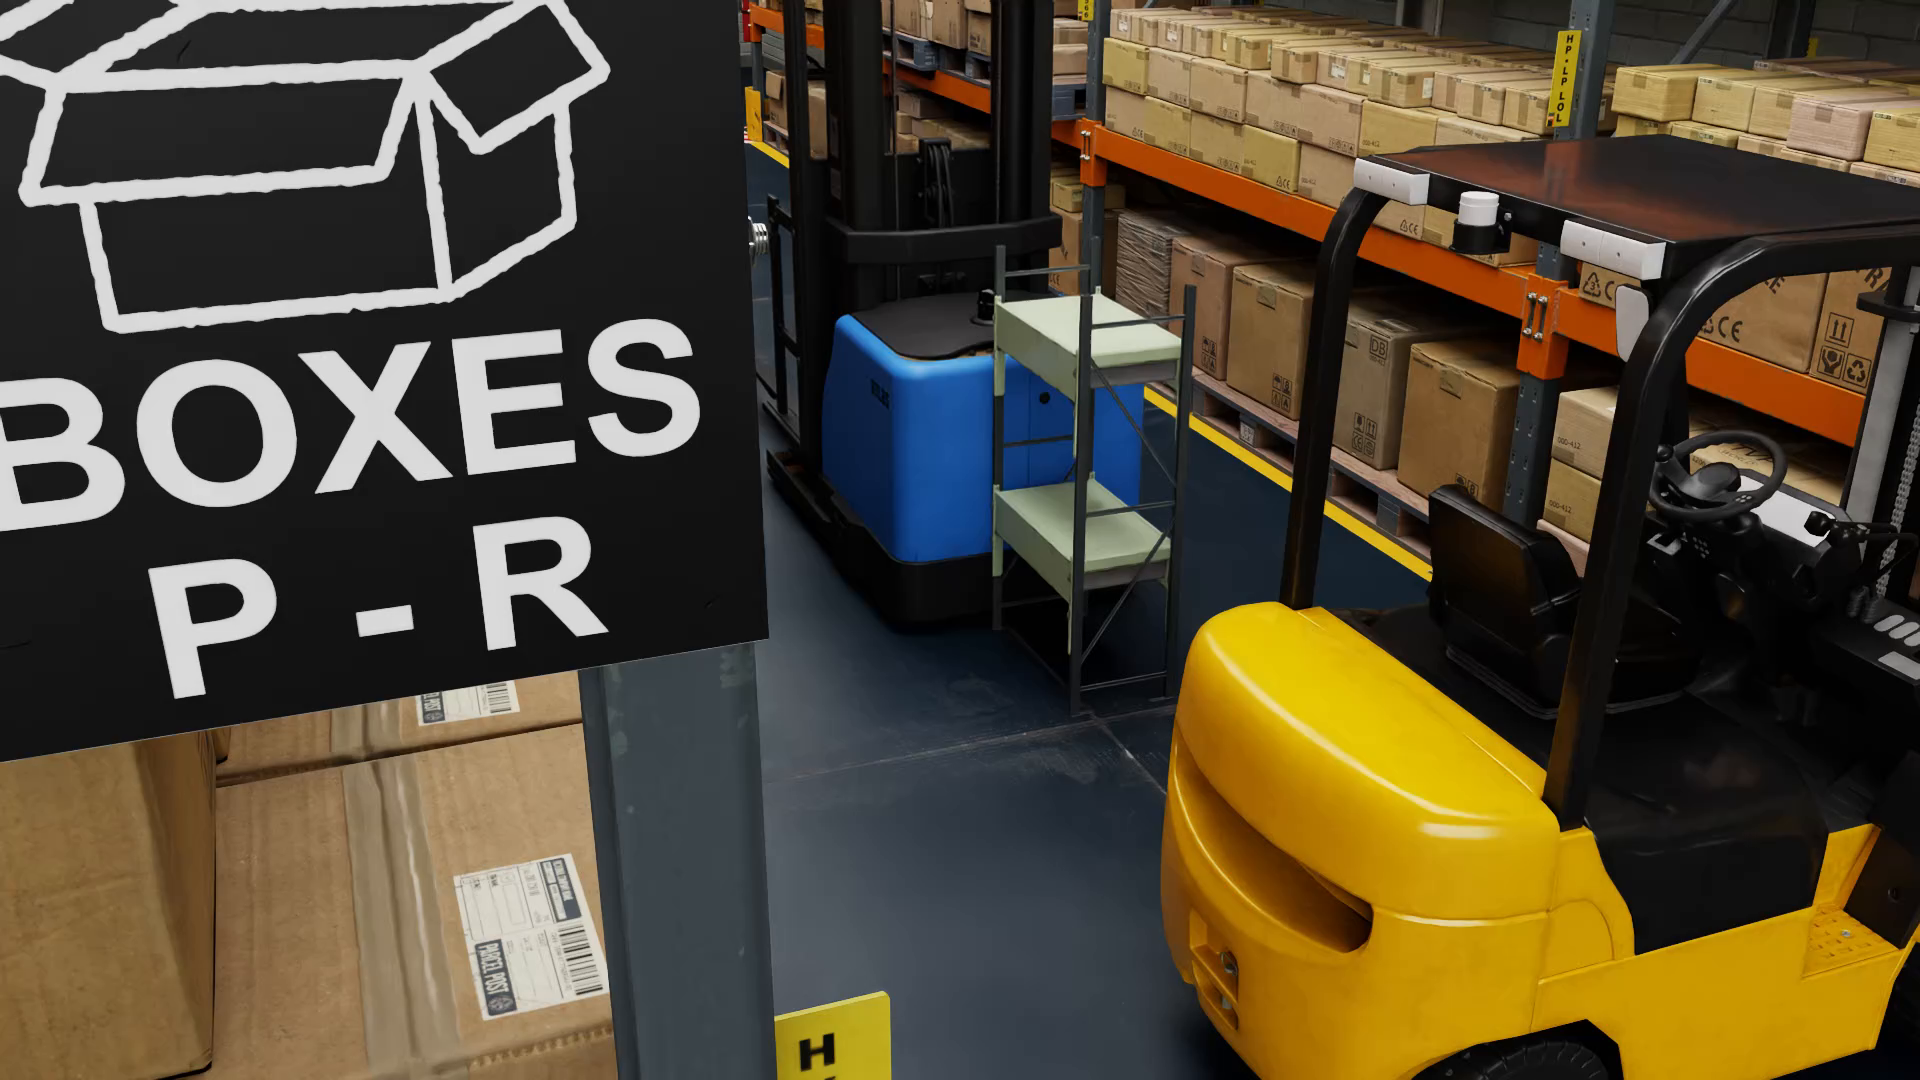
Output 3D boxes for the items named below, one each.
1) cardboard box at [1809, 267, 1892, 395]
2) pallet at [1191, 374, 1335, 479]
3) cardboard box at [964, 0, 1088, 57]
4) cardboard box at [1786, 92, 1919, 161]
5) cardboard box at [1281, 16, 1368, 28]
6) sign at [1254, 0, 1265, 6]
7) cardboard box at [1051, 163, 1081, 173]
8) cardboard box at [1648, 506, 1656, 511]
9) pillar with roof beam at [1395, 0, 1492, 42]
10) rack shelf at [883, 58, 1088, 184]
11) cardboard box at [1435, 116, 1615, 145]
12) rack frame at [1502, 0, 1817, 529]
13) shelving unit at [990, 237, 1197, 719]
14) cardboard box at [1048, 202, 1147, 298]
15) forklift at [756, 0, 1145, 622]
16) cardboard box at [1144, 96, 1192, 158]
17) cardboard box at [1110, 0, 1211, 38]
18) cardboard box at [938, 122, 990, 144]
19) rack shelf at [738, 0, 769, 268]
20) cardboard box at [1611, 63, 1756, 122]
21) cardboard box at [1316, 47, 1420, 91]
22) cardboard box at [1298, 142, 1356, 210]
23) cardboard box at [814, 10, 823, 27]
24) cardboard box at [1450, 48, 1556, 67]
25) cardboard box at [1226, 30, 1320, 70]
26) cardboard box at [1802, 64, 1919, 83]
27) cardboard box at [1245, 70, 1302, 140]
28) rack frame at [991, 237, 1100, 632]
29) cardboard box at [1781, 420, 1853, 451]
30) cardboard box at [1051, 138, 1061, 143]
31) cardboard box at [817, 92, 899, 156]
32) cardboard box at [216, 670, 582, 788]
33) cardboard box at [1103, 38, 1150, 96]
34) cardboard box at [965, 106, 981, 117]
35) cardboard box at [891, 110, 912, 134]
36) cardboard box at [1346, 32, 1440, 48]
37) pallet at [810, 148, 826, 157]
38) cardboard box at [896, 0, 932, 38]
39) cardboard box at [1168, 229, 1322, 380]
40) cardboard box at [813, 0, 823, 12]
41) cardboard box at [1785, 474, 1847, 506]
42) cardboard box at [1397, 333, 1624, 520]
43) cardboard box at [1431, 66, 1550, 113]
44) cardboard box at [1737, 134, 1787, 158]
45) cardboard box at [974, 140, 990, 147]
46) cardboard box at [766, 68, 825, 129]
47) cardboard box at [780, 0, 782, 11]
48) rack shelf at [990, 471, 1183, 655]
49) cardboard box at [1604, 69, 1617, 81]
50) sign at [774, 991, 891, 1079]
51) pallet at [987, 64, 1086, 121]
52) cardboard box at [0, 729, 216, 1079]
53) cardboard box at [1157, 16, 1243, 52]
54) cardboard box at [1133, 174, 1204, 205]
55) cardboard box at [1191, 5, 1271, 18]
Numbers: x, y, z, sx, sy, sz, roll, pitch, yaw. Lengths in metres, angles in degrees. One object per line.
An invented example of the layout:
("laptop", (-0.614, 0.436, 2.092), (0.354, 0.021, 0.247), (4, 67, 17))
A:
("cardboard box", (2.918, -0.677, 4.866), (0.500, 0.500, 0.500), (-9, 24, -20))
("pallet", (1.895, -0.621, 8.451), (1.003, 0.211, 1.213), (-8, 24, -19))
("cardboard box", (0.464, -3.461, 10.927), (0.797, 0.503, 0.637), (-9, 24, -20))
("cardboard box", (2.732, -1.243, 4.990), (0.380, 0.149, 0.250), (-8, 24, -18))
("cardboard box", (1.901, -2.645, 8.700), (0.380, 0.149, 0.250), (-9, 24, -20))
("sign", (1.732, -3.264, 9.640), (0.100, 0.325, 0.005), (-8, 24, -19))
("cardboard box", (0.625, -2.335, 10.769), (0.380, 0.149, 0.250), (-9, 25, -21))
("cardboard box", (2.688, 0.045, 5.637), (0.500, 0.250, 0.500), (-8, 24, -19))
("pillar with roof beam", (-1.510, -4.476, 6.284), (9.100, 9.000, 0.400), (-8, 24, -19))
("rack shelf", (0.507, -3.048, 11.545), (1.077, 0.370, 4.000), (-8, 24, -19))
("cardboard box", (2.214, -1.504, 6.505), (0.500, 0.250, 0.500), (-9, 24, -20))
("rack frame", (2.627, -1.199, 6.233), (1.000, 3.000, 0.127), (-8, 24, -19))
("shelving unit", (0.440, -0.234, 5.874), (0.431, 1.500, 0.755), (-8, 24, -19))
("cardboard box", (0.863, -1.818, 10.380), (0.500, 0.500, 0.500), (-8, 24, -17))
("forklift", (-0.268, -1.583, 7.233), (1.130, 2.935, 3.031), (-8, 24, -19))
("cardboard box", (1.315, -2.205, 8.813), (0.500, 0.250, 0.500), (-9, 24, -20))
("cardboard box", (1.178, -3.101, 10.075), (0.500, 0.500, 0.500), (-7, 24, -17))
("cardboard box", (0.059, -3.000, 12.349), (0.380, 0.149, 0.250), (-9, 24, -20))
("rack shelf", (-1.309, -0.841, 2.447), (1.077, 0.370, 4.000), (-8, 24, -19))
("cardboard box", (2.462, -1.525, 5.659), (0.380, 0.149, 0.250), (-8, 24, -18))
("cardboard box", (1.819, -2.098, 7.402), (0.380, 0.149, 0.250), (-8, 24, -19))
("cardboard box", (1.874, -1.644, 7.481), (0.500, 0.250, 0.500), (-8, 24, -19))
("cardboard box", (-1.077, -4.635, 14.707), (0.380, 0.149, 0.250), (-8, 24, -19))
("cardboard box", (2.396, -2.081, 7.361), (0.380, 0.149, 0.250), (-8, 24, -19))
("cardboard box", (1.516, -2.374, 8.056), (0.380, 0.149, 0.250), (-8, 24, -18))
("cardboard box", (3.072, -1.510, 5.623), (0.380, 0.149, 0.250), (-9, 24, -20))
("cardboard box", (1.690, -2.062, 7.830), (0.500, 0.250, 0.500), (-8, 24, -18))
("rack frame", (0.311, -0.367, 6.190), (0.400, 1.500, 0.023), (-8, 24, -19))
("cardboard box", (3.174, -0.252, 5.698), (0.500, 0.250, 0.500), (-9, 24, -20))
("cardboard box", (0.758, -2.792, 11.854), (0.380, 0.149, 0.250), (-9, 25, -21))
("cardboard box", (-0.853, -3.673, 14.779), (0.700, 0.500, 0.500), (-9, 25, -21))
("cardboard box", (-0.697, 0.356, 2.033), (0.500, 0.500, 0.500), (-8, 24, -17))
("cardboard box", (1.118, -2.616, 9.143), (0.500, 0.250, 0.500), (-8, 24, -19))
("cardboard box", (0.200, -3.352, 13.184), (0.380, 0.149, 0.250), (-9, 25, -21))
("cardboard box", (-0.322, -3.280, 13.012), (0.380, 0.149, 0.250), (-7, 24, -16))
("cardboard box", (2.078, -2.352, 8.004), (0.380, 0.149, 0.250), (-8, 24, -17))
("pallet", (-0.876, -3.515, 15.317), (1.003, 0.211, 1.213), (-8, 24, -19))
("cardboard box", (-0.055, -3.951, 12.093), (0.700, 0.500, 0.500), (-8, 24, -18))
("cardboard box", (1.659, -1.287, 8.958), (0.875, 0.625, 0.625), (-8, 24, -17))
("cardboard box", (-0.962, -4.689, 14.322), (0.500, 0.250, 0.500), (-9, 24, -19))
("cardboard box", (2.862, -0.001, 5.103), (0.500, 0.250, 0.500), (-7, 24, -17))
("cardboard box", (2.432, -0.486, 7.059), (0.875, 0.625, 0.625), (-7, 24, -17))
("cardboard box", (2.153, -1.825, 6.755), (0.380, 0.149, 0.250), (-8, 24, -19))
("cardboard box", (2.704, -1.208, 5.289), (0.380, 0.149, 0.250), (-8, 24, -19))
("cardboard box", (0.321, -2.720, 11.683), (0.380, 0.149, 0.250), (-8, 24, -19))
("cardboard box", (-1.485, -4.367, 16.423), (0.797, 0.503, 0.637), (-9, 25, -21))
("cardboard box", (-1.495, -5.110, 15.835), (0.380, 0.149, 0.250), (-9, 24, -20))
("rack shelf", (0.440, 0.067, 6.000), (0.431, 0.370, 0.720), (-8, 24, -19))
("cardboard box", (2.657, -1.806, 6.709), (0.380, 0.149, 0.250), (-9, 25, -21))
("sign", (-0.095, 0.463, 1.174), (0.100, 0.325, 0.005), (-8, 24, -19))
("pallet", (0.908, -2.801, 10.280), (1.213, 0.211, 1.003), (-8, 24, -19))
("cardboard box", (-0.987, 0.137, 1.264), (0.700, 0.500, 0.500), (-9, 24, -20))
("cardboard box", (1.261, -2.655, 8.722), (0.380, 0.149, 0.250), (-8, 24, -18))
("cardboard box", (1.321, -2.225, 10.510), (0.380, 0.149, 0.250), (-7, 24, -16))
("cardboard box", (1.518, -2.907, 9.322), (0.380, 0.149, 0.250), (-8, 24, -17))
